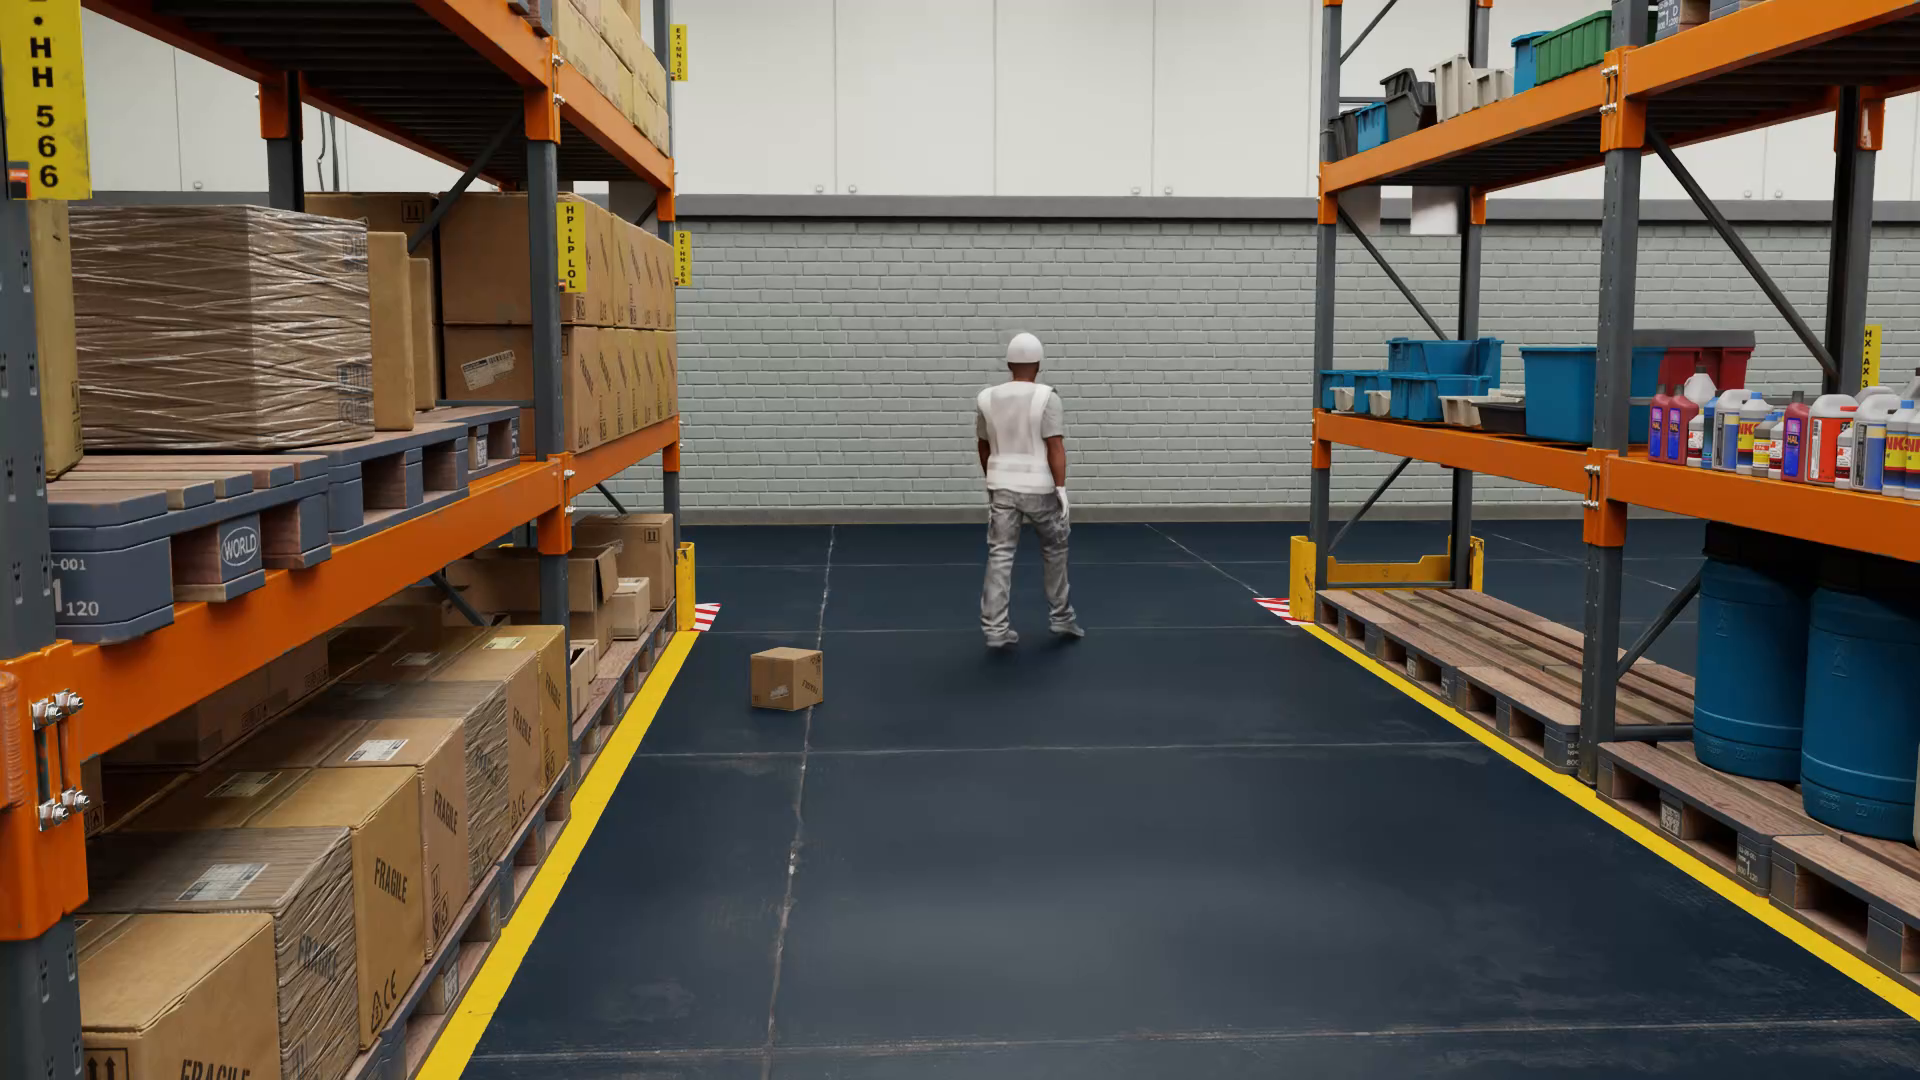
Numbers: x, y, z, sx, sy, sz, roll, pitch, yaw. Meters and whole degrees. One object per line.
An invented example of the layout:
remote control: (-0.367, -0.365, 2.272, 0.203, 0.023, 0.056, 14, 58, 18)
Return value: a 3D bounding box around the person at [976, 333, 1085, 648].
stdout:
person: (0.402, -0.281, 9.484, 0.608, 1.788, 0.853, 3, 7, 21)
